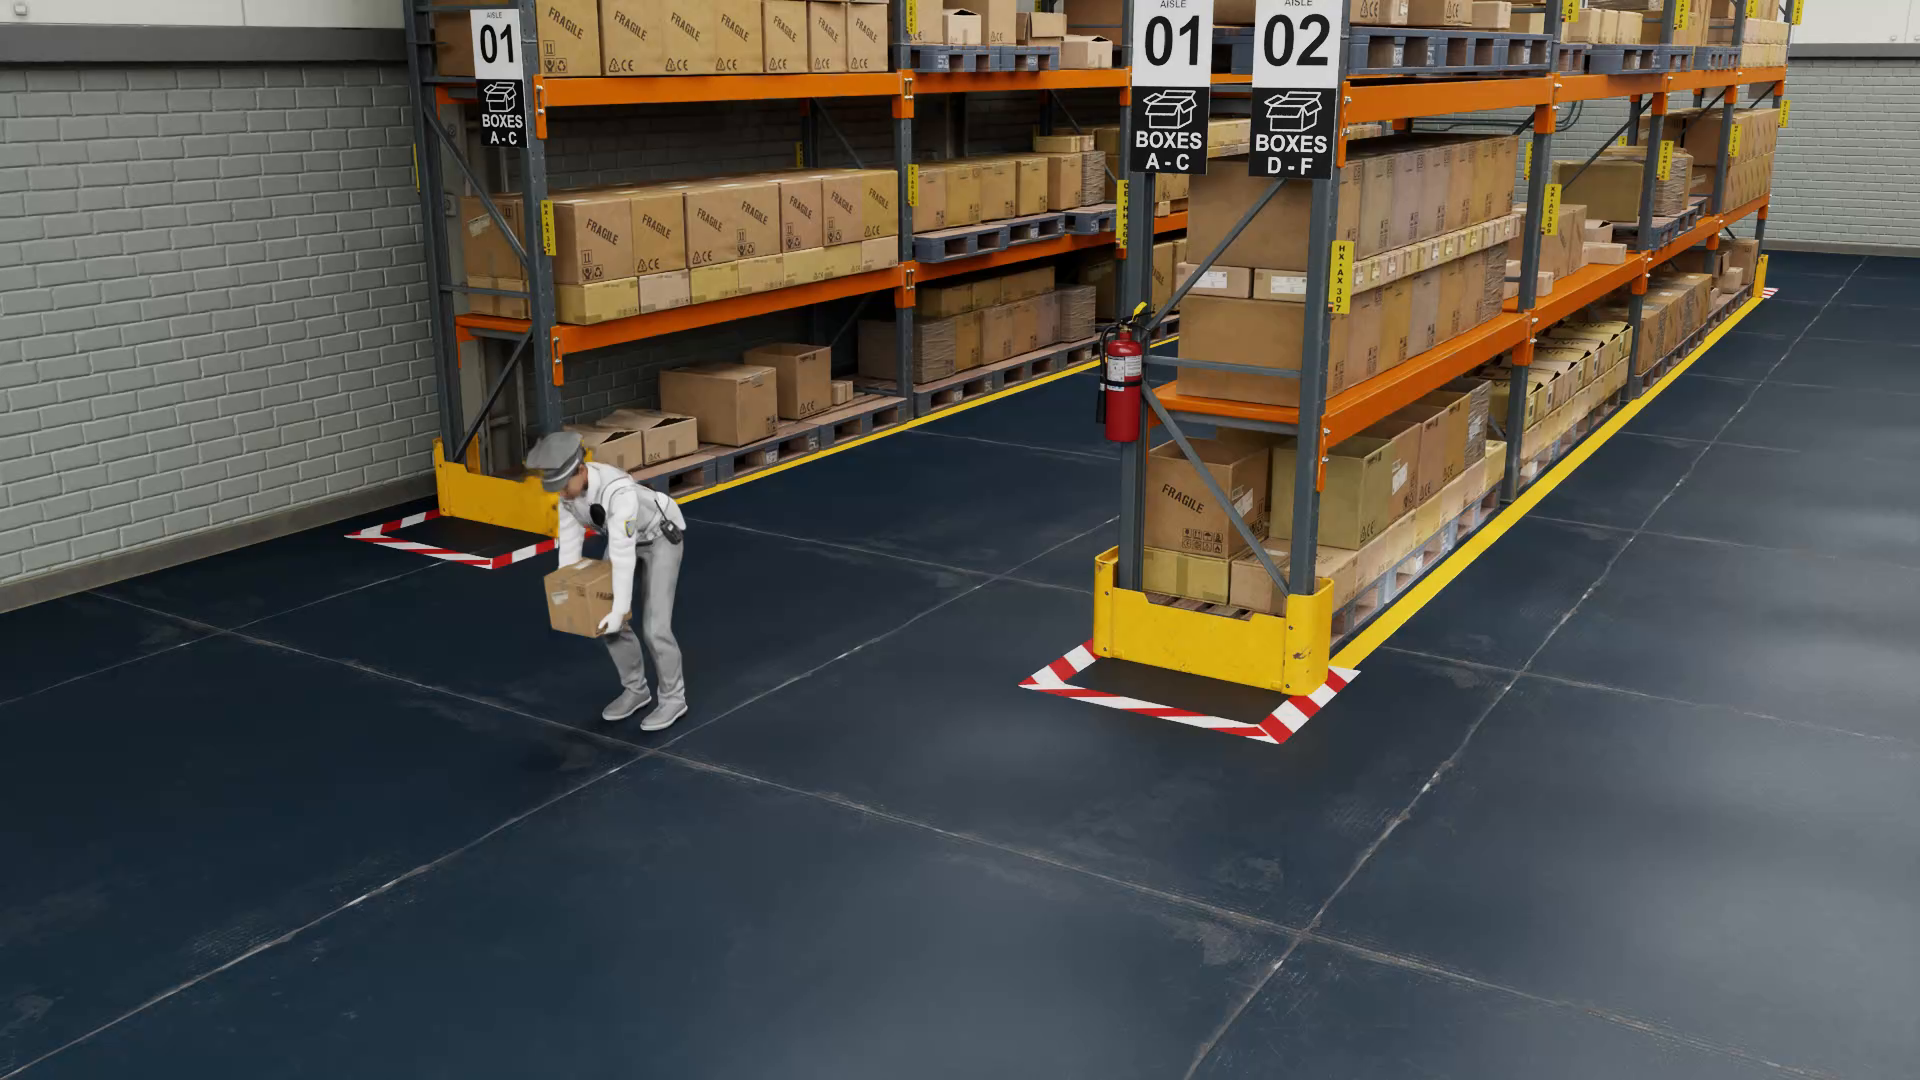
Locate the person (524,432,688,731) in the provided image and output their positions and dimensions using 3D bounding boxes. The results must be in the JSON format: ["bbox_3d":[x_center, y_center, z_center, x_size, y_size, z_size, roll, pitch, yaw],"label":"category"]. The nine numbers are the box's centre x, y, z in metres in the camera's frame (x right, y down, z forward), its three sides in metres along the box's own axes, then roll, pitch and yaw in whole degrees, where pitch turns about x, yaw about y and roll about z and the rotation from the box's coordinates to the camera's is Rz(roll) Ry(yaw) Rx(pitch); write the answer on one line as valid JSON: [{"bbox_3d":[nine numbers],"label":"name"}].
[{"bbox_3d":[-1.544,0.183,7.343,0.409,1.427,0.814,9,19,29],"label":"person"}]
